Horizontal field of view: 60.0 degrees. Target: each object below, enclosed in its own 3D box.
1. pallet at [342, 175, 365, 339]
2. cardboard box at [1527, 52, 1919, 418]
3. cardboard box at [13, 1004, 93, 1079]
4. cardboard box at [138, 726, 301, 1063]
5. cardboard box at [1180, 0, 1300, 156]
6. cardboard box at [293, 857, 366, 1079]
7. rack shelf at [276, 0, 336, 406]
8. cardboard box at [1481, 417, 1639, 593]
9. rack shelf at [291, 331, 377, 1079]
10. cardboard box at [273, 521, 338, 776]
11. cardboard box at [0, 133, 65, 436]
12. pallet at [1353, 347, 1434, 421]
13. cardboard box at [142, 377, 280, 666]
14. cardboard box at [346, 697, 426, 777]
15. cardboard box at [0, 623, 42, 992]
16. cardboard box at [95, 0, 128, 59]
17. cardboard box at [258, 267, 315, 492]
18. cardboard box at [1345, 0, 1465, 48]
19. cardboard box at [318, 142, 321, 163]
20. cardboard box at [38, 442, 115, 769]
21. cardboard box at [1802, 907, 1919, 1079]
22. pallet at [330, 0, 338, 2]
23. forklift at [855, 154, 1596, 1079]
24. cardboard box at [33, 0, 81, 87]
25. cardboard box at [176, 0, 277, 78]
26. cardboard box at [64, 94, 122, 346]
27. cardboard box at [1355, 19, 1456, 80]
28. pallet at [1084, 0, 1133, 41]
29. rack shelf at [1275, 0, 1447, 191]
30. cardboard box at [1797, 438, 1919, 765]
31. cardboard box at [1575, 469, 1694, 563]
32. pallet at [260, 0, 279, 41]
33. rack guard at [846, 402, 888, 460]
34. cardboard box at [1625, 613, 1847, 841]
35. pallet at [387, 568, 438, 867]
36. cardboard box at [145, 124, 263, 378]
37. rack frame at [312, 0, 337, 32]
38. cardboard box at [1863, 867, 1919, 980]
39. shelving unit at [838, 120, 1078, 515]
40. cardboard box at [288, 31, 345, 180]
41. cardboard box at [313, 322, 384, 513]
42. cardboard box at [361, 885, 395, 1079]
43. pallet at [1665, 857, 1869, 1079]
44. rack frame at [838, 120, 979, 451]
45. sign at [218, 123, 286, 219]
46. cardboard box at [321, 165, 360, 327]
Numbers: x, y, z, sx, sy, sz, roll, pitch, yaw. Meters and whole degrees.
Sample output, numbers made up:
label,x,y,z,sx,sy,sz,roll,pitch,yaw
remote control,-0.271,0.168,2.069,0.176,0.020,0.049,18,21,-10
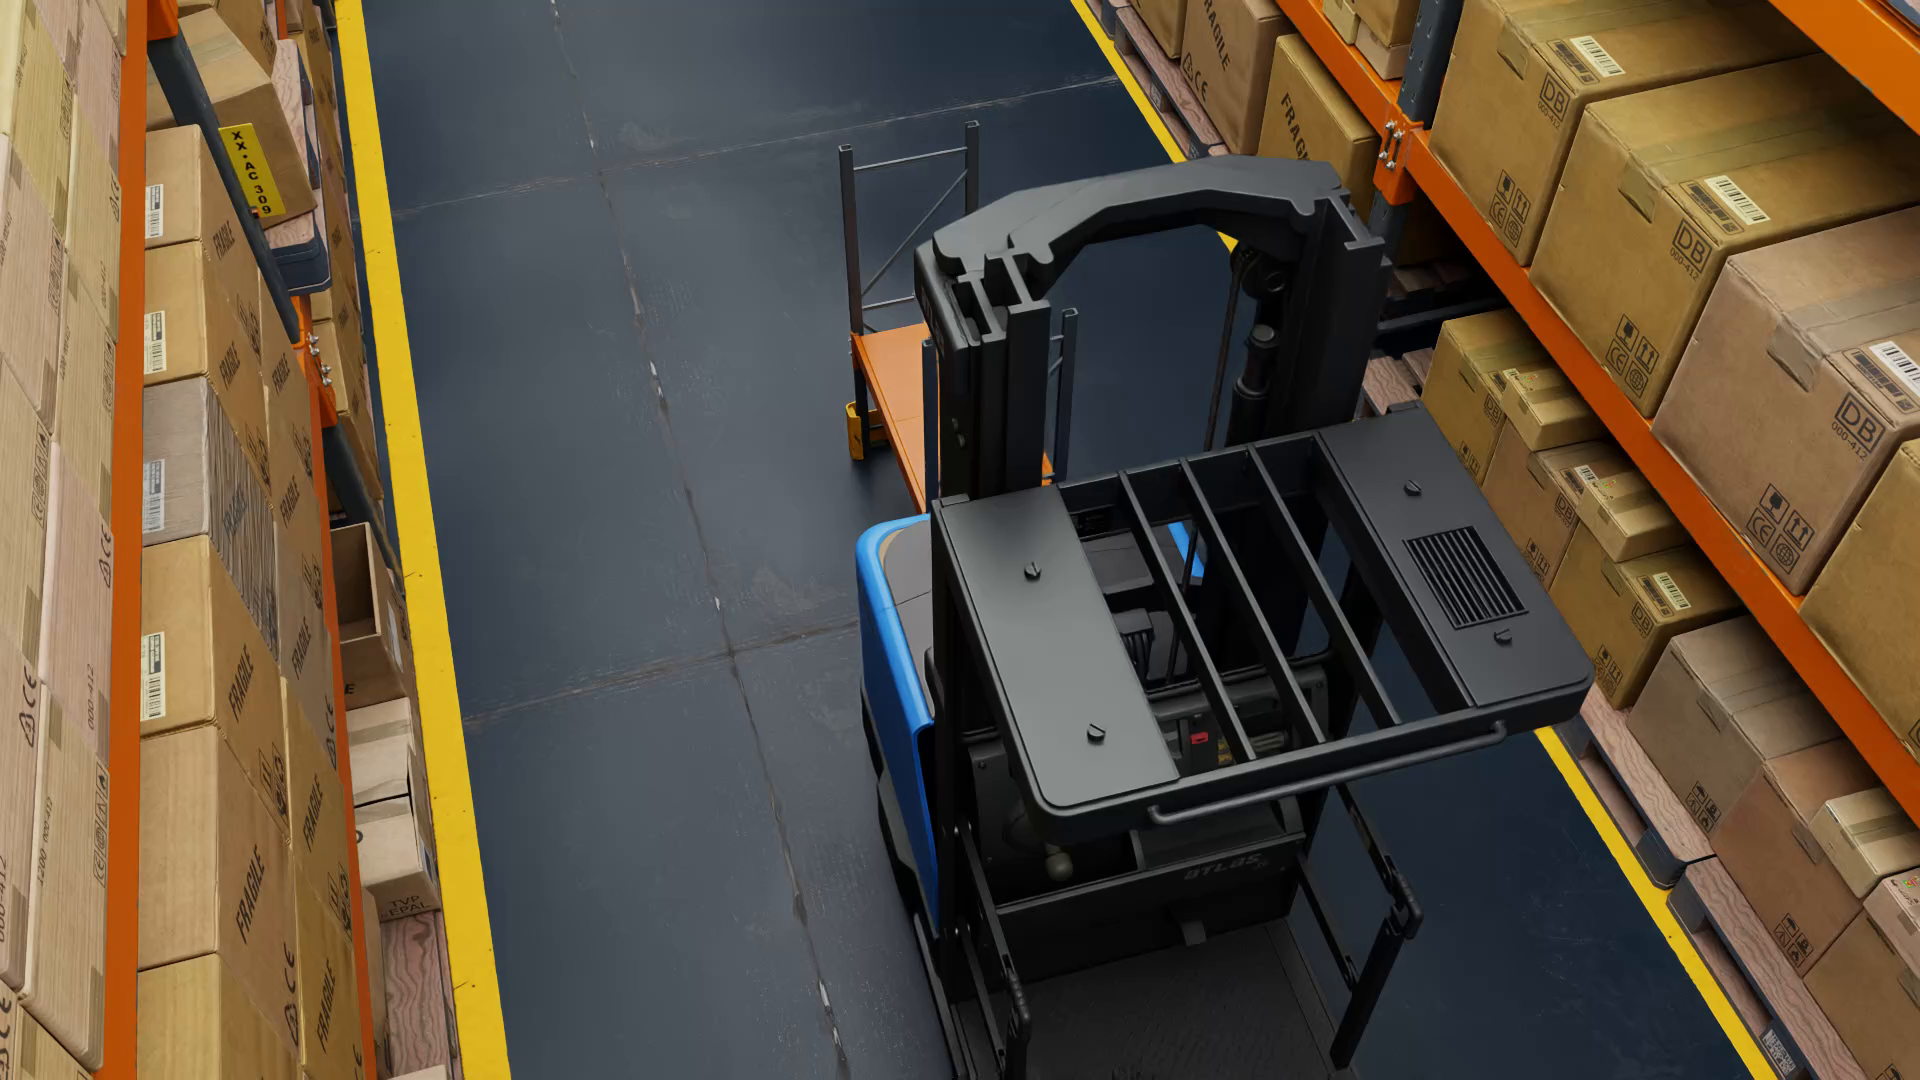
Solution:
label,x,y,z,sx,sy,sz,roll,pitch,yaw
pallet,-3.257,-1.263,7.466,1.003,0.211,1.213,-13,51,-11
cardboard box,2.471,-0.968,5.198,0.980,0.700,0.700,-14,51,-12
cardboard box,-1.342,0.887,1.966,0.500,0.250,0.500,-13,51,-11
cardboard box,-1.617,0.753,3.223,0.500,0.500,0.500,-13,51,-10
cardboard box,1.533,-2.342,7.684,0.750,0.750,0.750,-12,51,-10
cardboard box,-1.615,1.079,3.602,0.500,0.500,0.500,-13,51,-11
rack shelf,-3.207,-1.912,6.660,1.077,0.370,4.000,-13,51,-11
cardboard box,2.384,-0.199,6.105,0.700,0.500,0.500,-14,51,-11
rack shelf,-2.024,1.009,4.197,1.077,0.370,4.000,-13,51,-11
cardboard box,-1.915,0.343,4.224,0.500,0.500,0.500,-12,51,-10
cardboard box,-1.775,-0.372,2.701,0.500,0.250,0.500,-13,51,-11
pallet,2.265,-0.334,6.683,1.003,0.211,1.213,-13,51,-11
cardboard box,-1.916,0.015,3.846,0.500,0.500,0.500,-13,51,-11
cardboard box,-2.008,0.706,5.559,0.380,0.149,0.250,-13,51,-11
cardboard box,-1.477,0.358,2.085,0.500,0.250,0.500,-13,51,-11
cardboard box,-2.218,-1.307,3.816,0.500,0.250,0.500,-13,51,-11
cardboard box,-2.223,-0.408,4.857,0.500,0.500,0.500,-13,51,-10
cardboard box,1.738,-2.221,6.177,0.500,0.500,0.500,-14,51,-12
cardboard box,-2.971,-1.766,6.923,0.500,0.250,0.500,-14,51,-12
cardboard box,-1.627,0.154,2.584,0.500,0.250,0.500,-13,51,-11
cardboard box,2.996,1.297,4.844,0.700,0.500,0.500,-13,51,-11
pallet,-4.005,-3.316,9.197,1.003,0.211,1.213,-13,51,-11
forklift,0.543,0.697,4.035,1.130,2.935,3.031,-12,51,-10
cardboard box,-2.068,-1.103,3.317,0.500,0.250,0.500,-13,51,-11
cardboard box,-2.806,-1.735,5.701,0.700,0.500,0.500,-6,50,-5
cardboard box,-1.924,-0.576,3.199,0.500,0.250,0.500,-13,51,-11
cardboard box,1.745,-1.914,6.343,0.380,0.149,0.250,-13,51,-11
pallet,1.094,-3.236,9.129,1.003,0.211,1.213,-13,51,-11
rack shelf,1.524,-3.035,7.607,1.077,0.370,4.000,-13,51,-11
cardboard box,2.912,0.120,4.281,0.980,0.700,0.700,-14,51,-11
cardboard box,2.320,-0.103,5.600,0.380,0.149,0.250,-15,51,-12
pallet,-3.219,-2.123,6.493,1.003,0.211,1.213,-13,51,-11
rack guard,-0.170,-0.500,6.798,0.587,0.250,0.087,-13,51,-11
cardboard box,2.698,0.565,5.462,0.700,0.500,0.500,-15,51,-12
pallet,-2.414,0.717,5.797,1.003,0.211,1.213,-13,51,-11
cardboard box,-2.219,-0.727,4.471,0.500,0.500,0.500,-13,51,-11
rack frame,-3.799,-3.605,7.617,1.000,3.000,0.127,-13,51,-11
cardboard box,2.784,1.036,4.641,0.380,0.149,0.250,-14,51,-11
shelving unit,-0.023,-0.539,6.013,0.587,1.500,1.083,-13,51,-11
cardboard box,-3.145,-1.933,7.554,0.500,0.500,0.500,-15,51,-12
cardboard box,-2.526,-0.428,6.286,0.500,0.500,0.500,-15,52,-13
cardboard box,-2.055,1.351,4.784,0.797,0.503,0.637,-13,51,-11
pallet,2.987,1.448,5.181,1.003,0.211,1.213,-13,51,-11
rack frame,-0.176,-0.917,6.332,0.500,1.500,0.032,-13,51,-11
sign,-2.100,-1.091,4.931,0.100,0.325,0.005,-13,51,-11
cardboard box,-2.835,-1.181,6.921,0.500,0.500,0.500,-13,51,-11
